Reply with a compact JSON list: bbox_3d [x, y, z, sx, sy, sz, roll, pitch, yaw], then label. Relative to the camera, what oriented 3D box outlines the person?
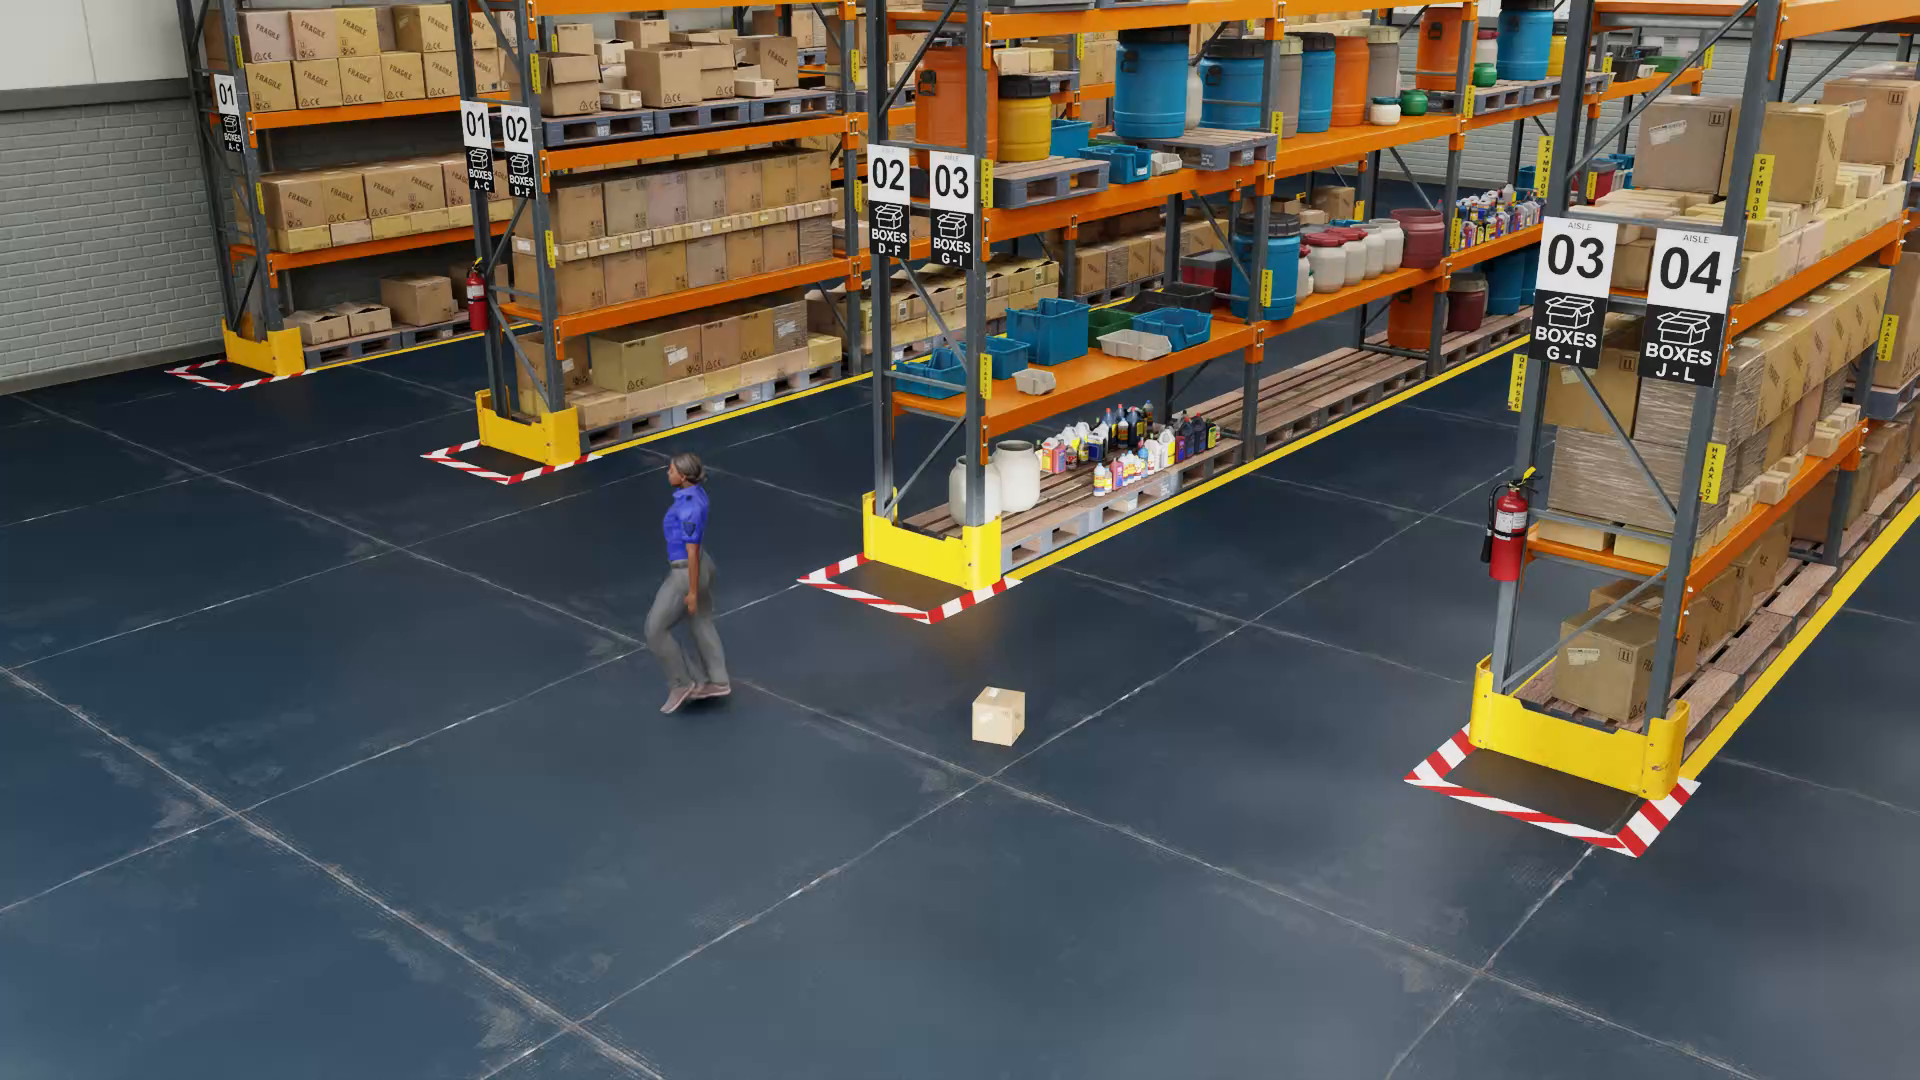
[{"bbox_3d":[-1.717,0.265,10.388,0.495,1.714,0.485,1,20,2],"label":"person"}]
